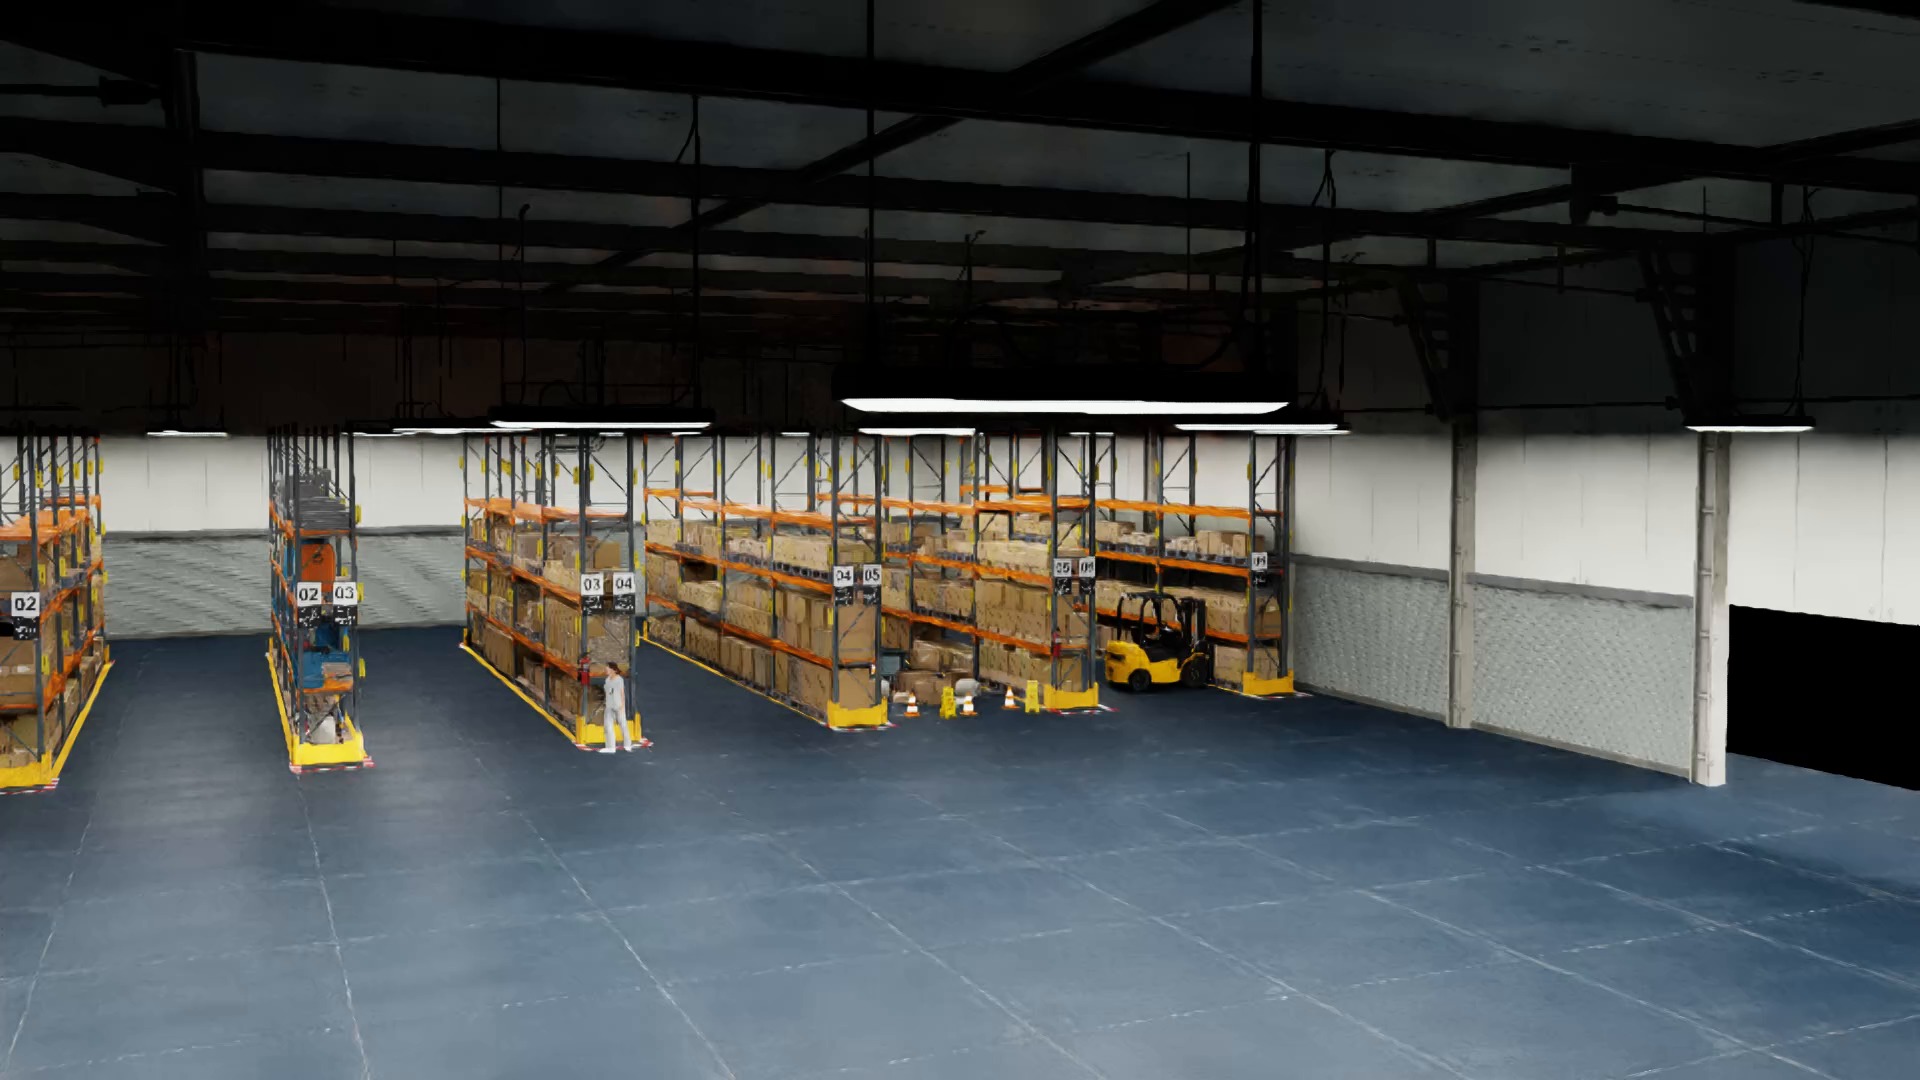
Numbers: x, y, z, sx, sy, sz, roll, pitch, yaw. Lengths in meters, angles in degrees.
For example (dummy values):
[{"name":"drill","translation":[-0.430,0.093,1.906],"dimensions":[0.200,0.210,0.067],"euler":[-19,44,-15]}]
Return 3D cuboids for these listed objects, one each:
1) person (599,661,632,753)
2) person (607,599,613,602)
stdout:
[{"name":"person","translation":[-6.277,3.040,30.387],"dimensions":[0.507,1.668,0.571],"euler":[2,4,30]},{"name":"person","translation":[-9.120,2.266,43.423],"dimensions":[0.461,1.596,0.999],"euler":[-2,4,-25]}]
